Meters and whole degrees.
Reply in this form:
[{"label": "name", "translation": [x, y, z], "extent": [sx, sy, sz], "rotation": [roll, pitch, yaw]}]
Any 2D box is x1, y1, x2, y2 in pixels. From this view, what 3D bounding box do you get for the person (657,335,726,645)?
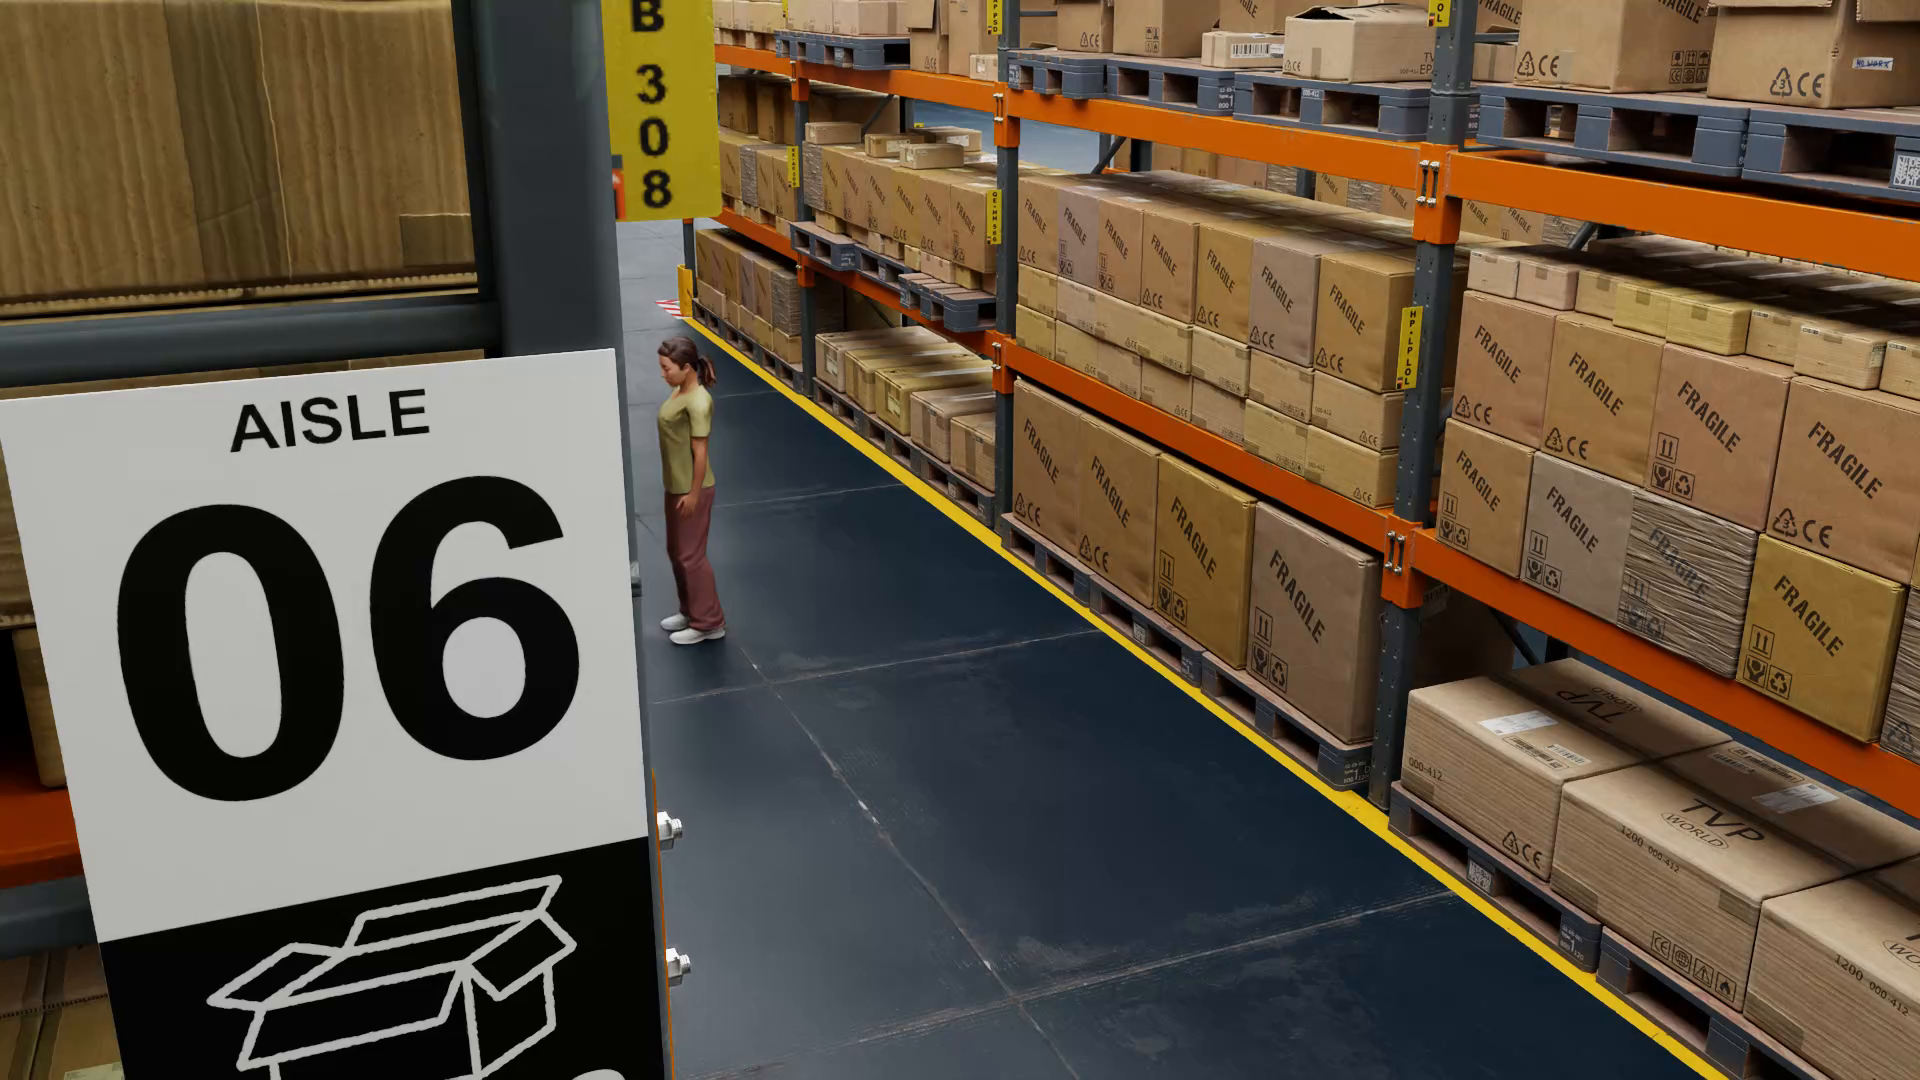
[{"label": "person", "translation": [-1.434, -0.269, 8.865], "extent": [0.363, 1.672, 0.446], "rotation": [-8, 20, -21]}]
